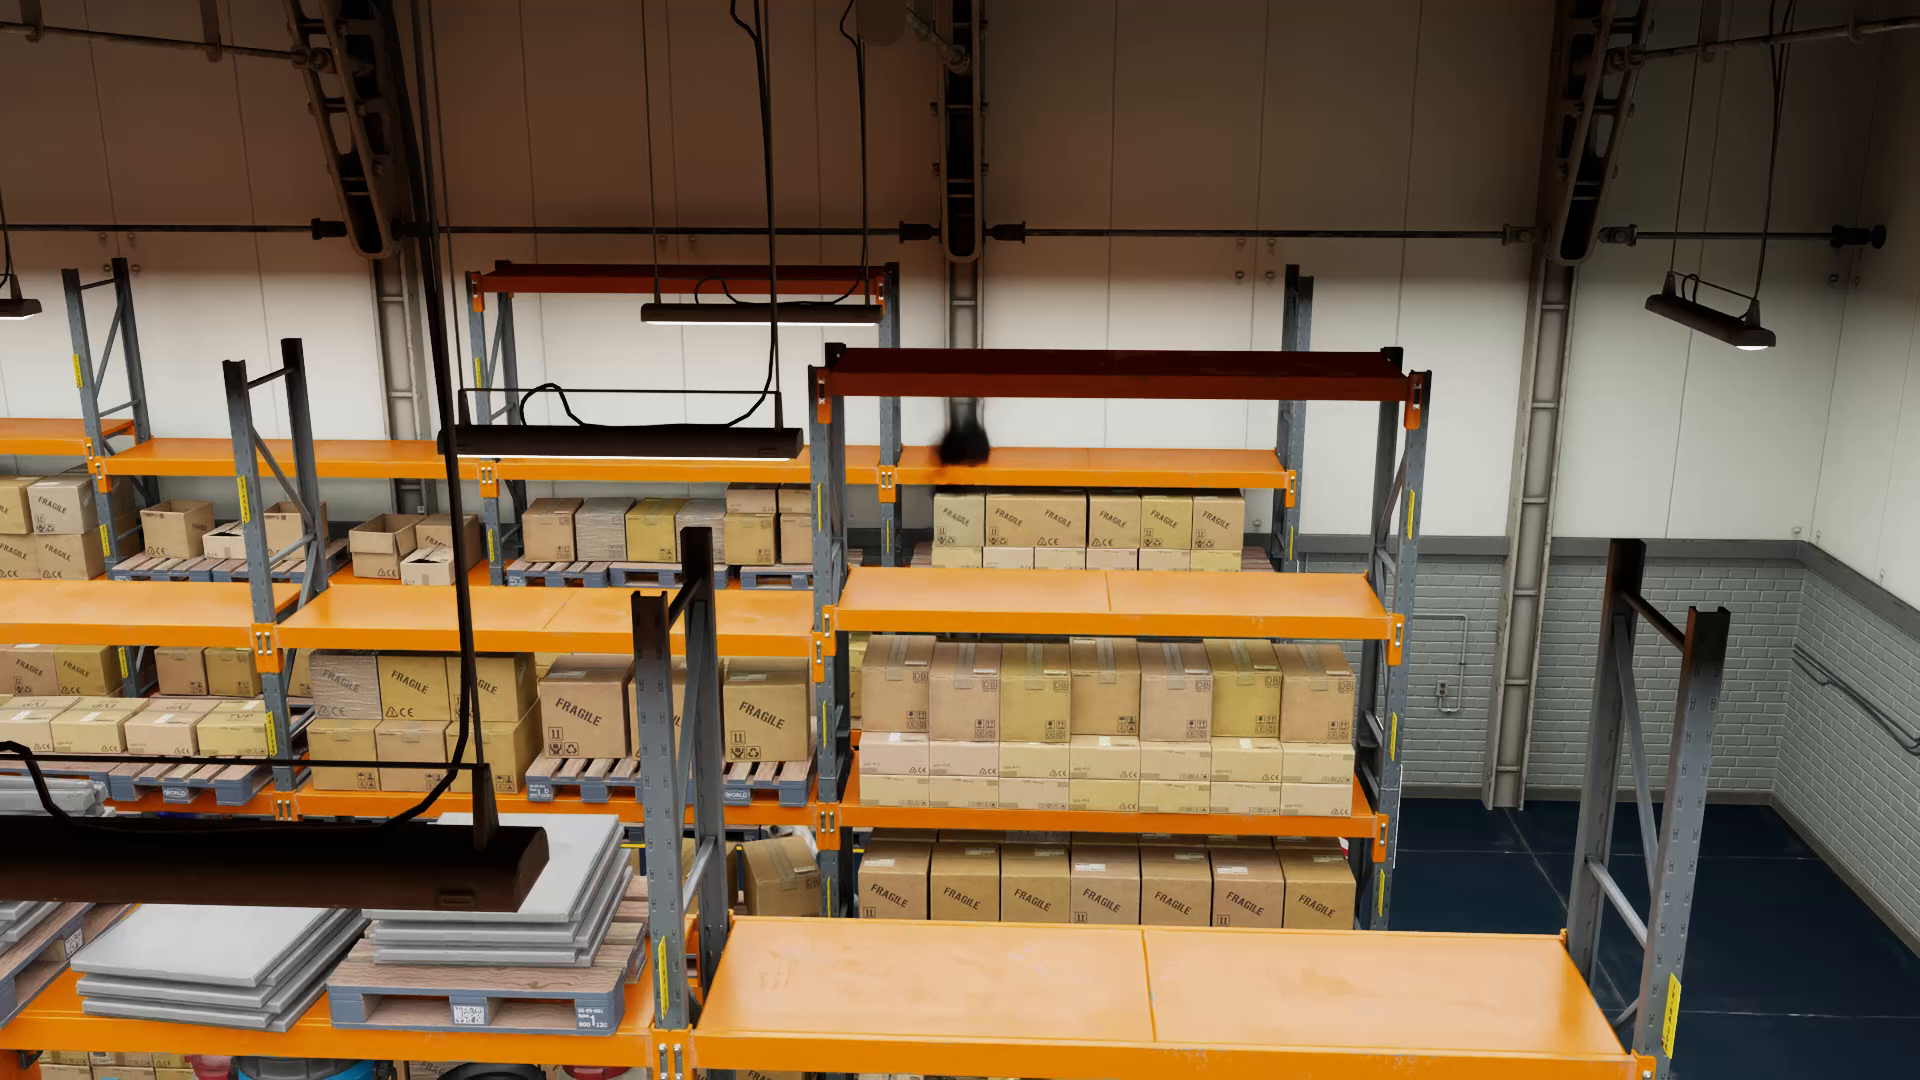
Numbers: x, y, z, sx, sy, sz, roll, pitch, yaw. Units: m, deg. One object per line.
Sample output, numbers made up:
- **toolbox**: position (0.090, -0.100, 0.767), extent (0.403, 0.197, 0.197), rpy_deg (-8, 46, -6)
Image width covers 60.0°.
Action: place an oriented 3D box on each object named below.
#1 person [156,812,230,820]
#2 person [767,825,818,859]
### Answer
- **person**: position (-7.472, 2.830, 15.955), extent (0.760, 1.597, 0.572), rpy_deg (0, 16, 1)
- **person**: position (-1.455, 2.958, 15.431), extent (0.888, 1.720, 0.679), rpy_deg (0, 16, -1)
